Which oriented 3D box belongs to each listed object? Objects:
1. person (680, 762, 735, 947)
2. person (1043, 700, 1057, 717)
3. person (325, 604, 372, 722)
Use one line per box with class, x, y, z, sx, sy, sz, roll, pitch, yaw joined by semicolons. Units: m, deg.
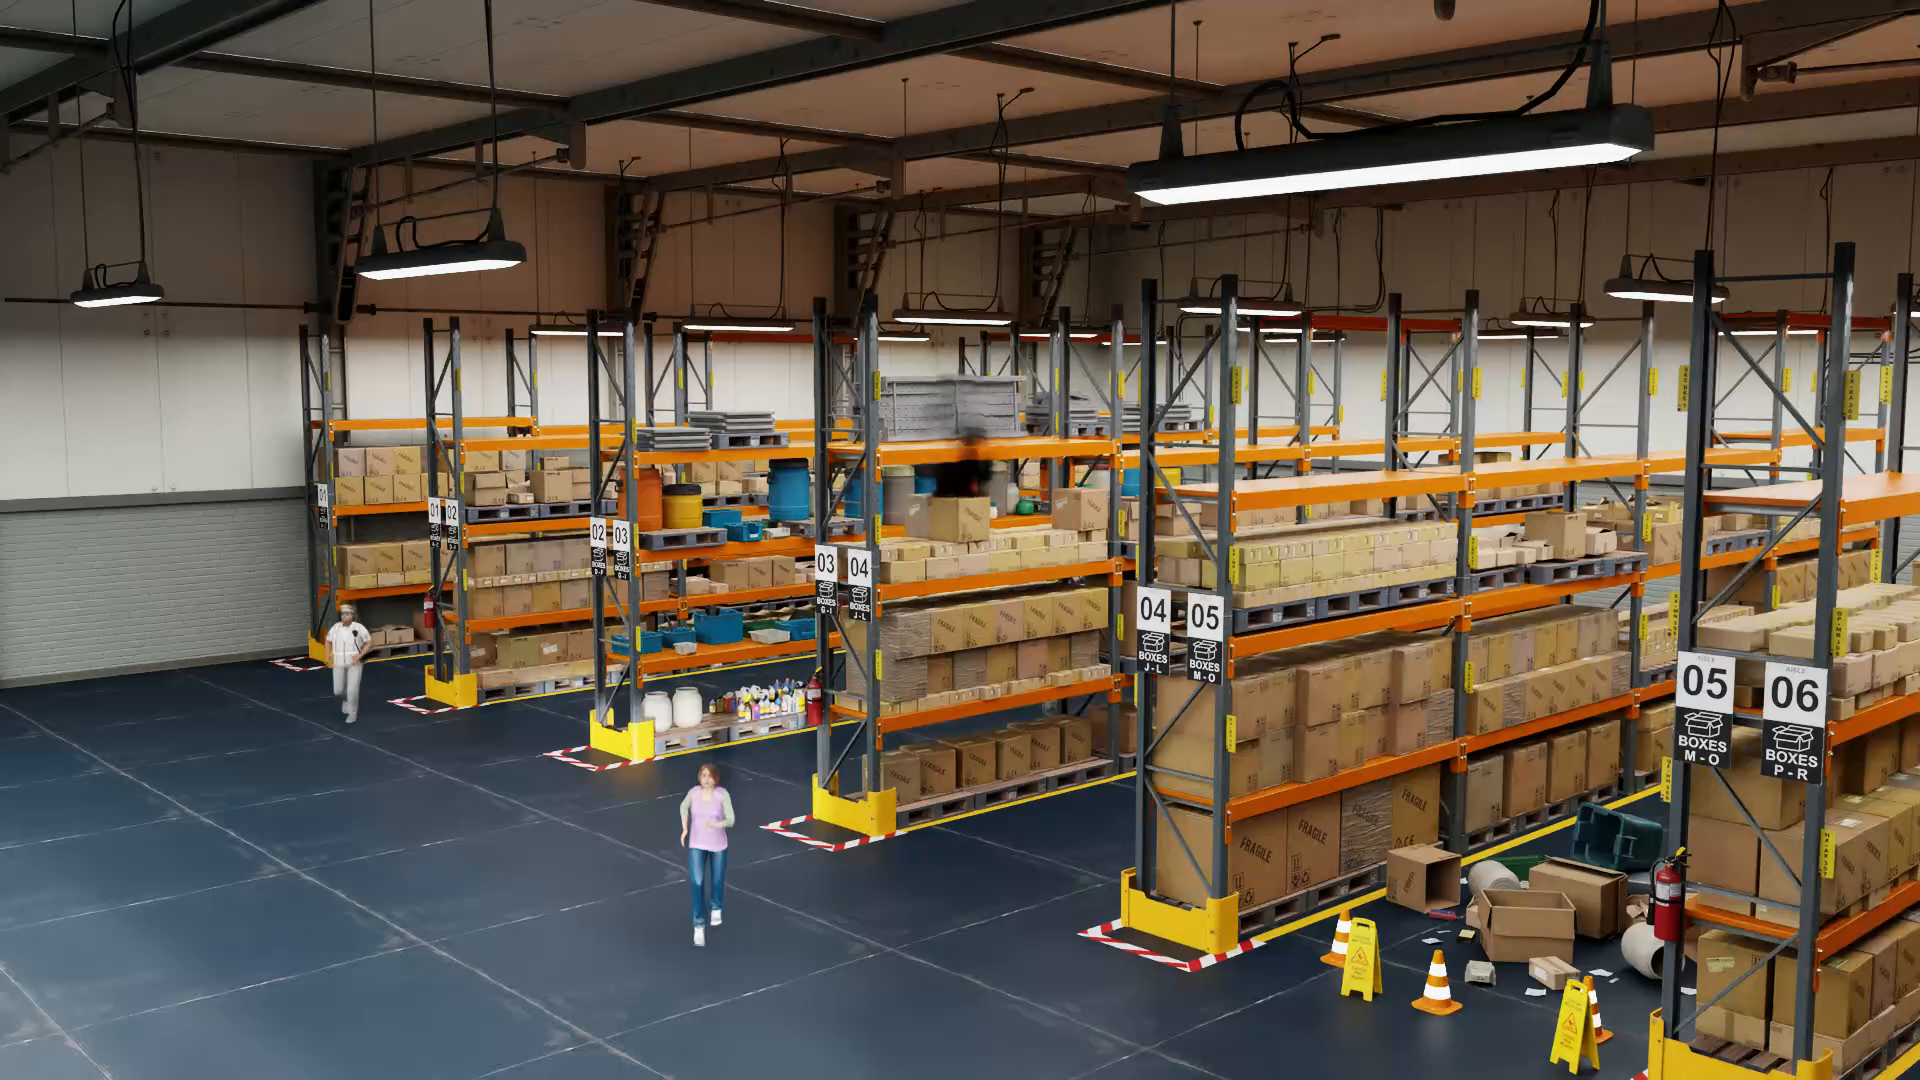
person;-2.305;2.838;15.184;0.505;1.646;0.717;-1;6;-6
person;1.279;1.942;23.272;0.638;1.737;0.638;5;8;42
person;-9.099;1.814;24.726;0.681;1.742;0.561;-1;6;-7
